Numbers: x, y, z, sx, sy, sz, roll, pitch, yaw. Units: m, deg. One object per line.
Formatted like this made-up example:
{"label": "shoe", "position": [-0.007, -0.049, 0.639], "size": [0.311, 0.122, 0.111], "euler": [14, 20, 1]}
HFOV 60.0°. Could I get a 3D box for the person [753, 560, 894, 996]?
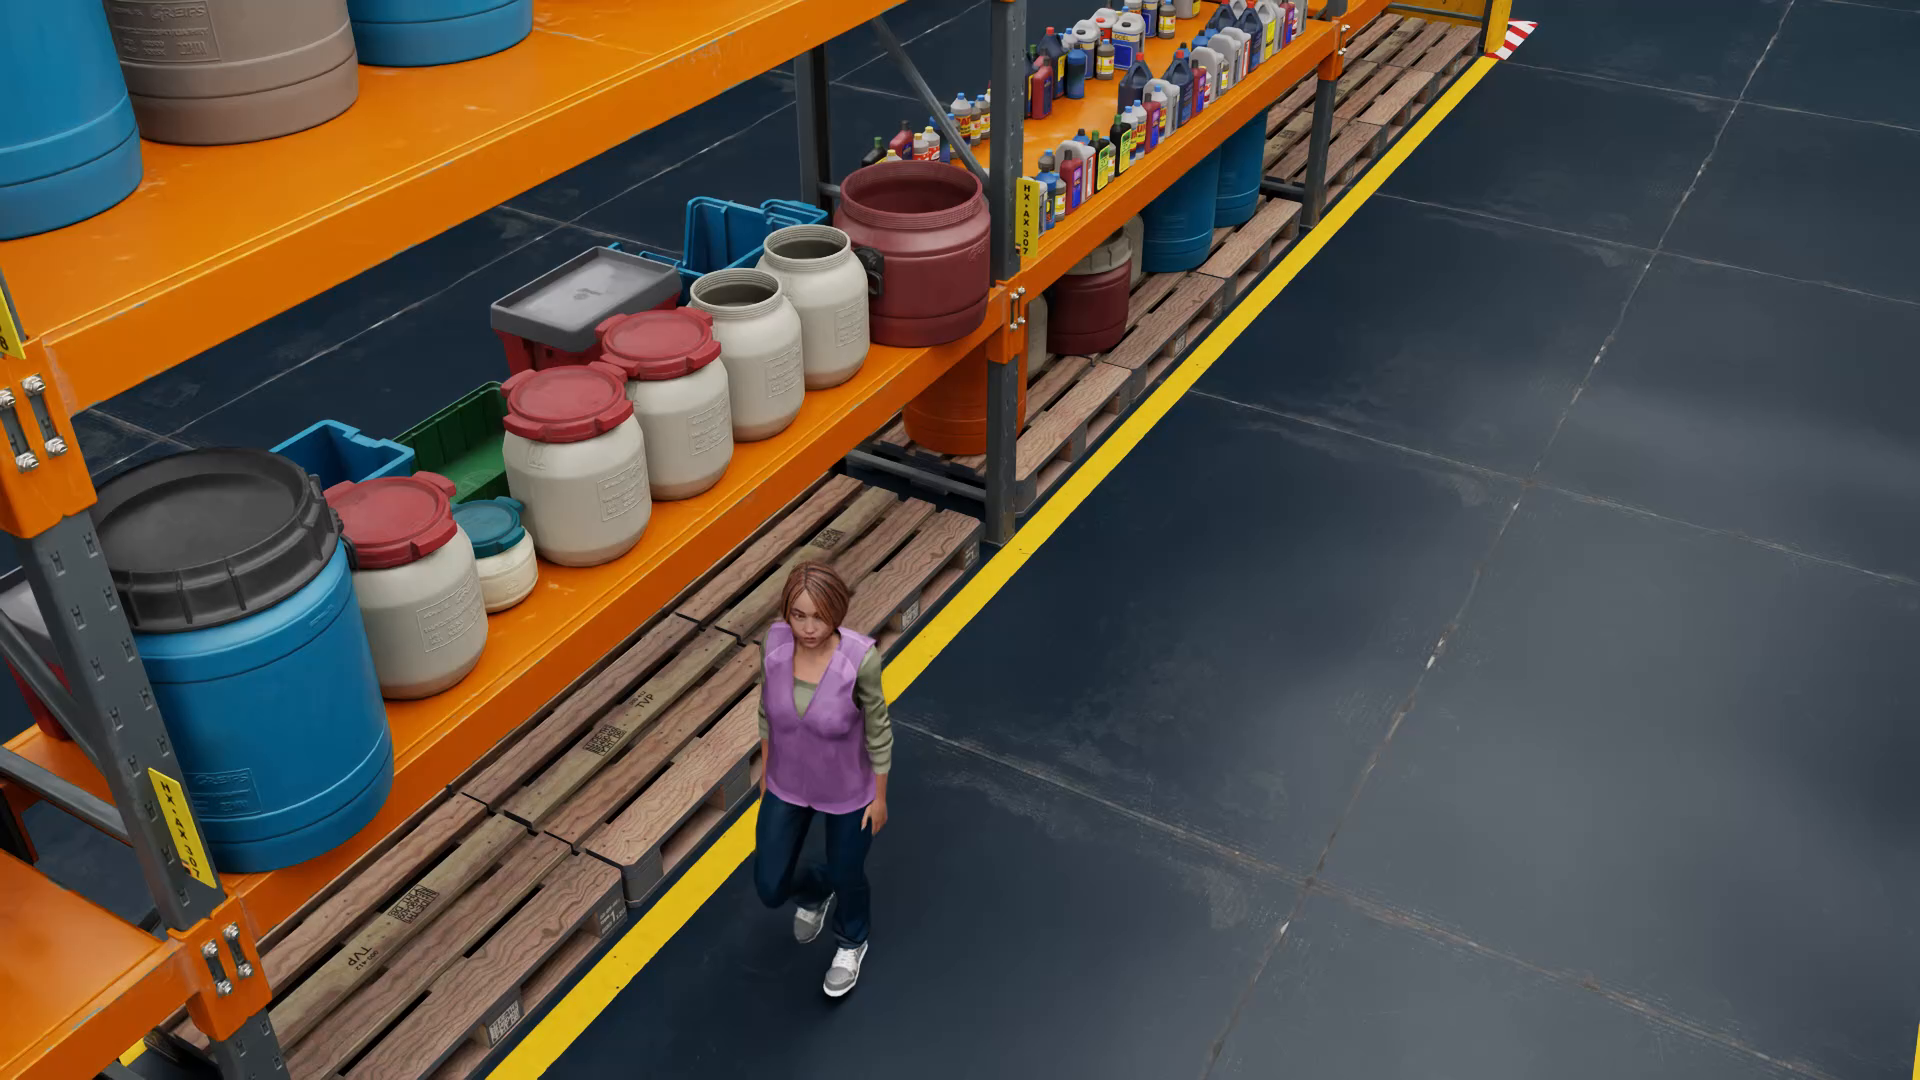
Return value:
{"label": "person", "position": [-0.415, 0.754, 5.012], "size": [0.434, 1.595, 0.427], "euler": [8, 35, 11]}
